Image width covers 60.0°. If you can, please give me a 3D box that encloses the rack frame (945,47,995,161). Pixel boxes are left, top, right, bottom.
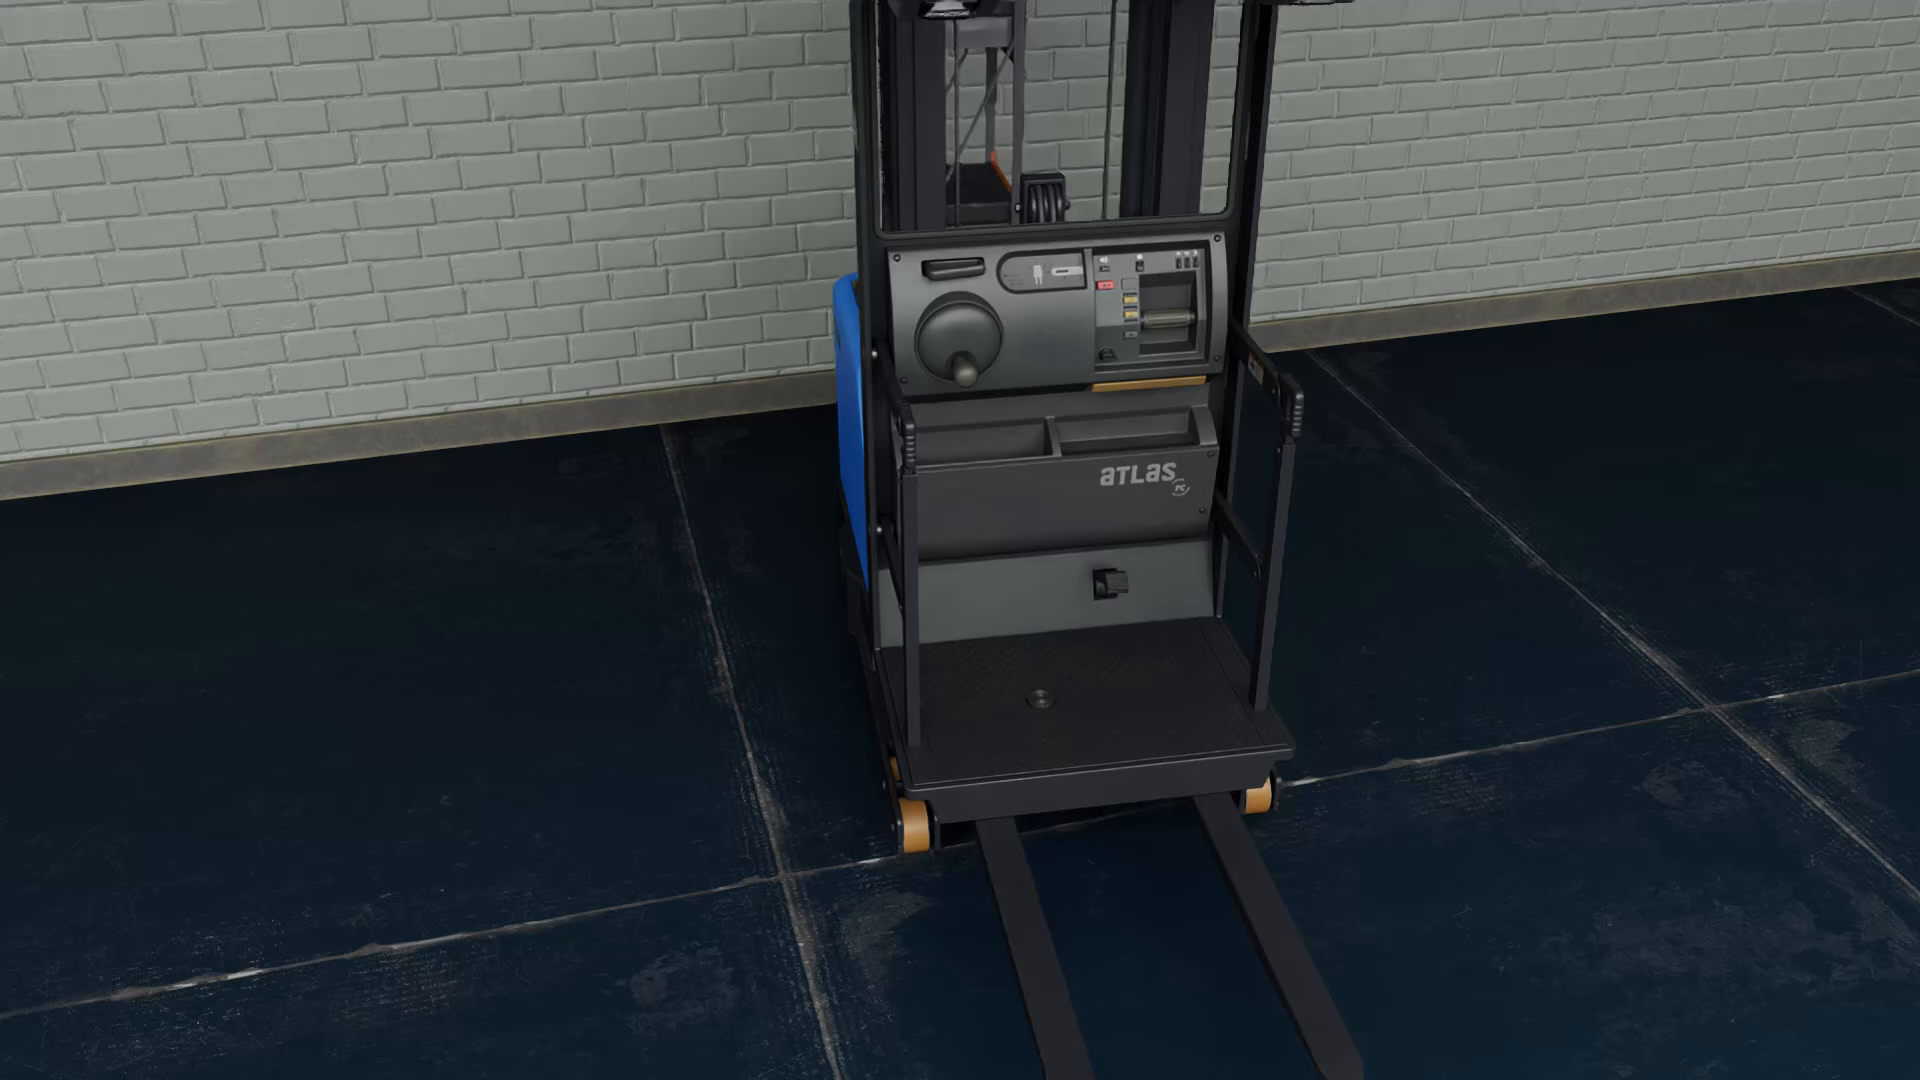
[{"bbox_3d":[-0.071,-1.213,6.250,0.400,2.100,0.015,-5,30,-9],"label":"rack frame"}]

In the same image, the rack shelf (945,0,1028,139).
[{"bbox_3d":[-0.029,-1.687,5.698,0.431,0.518,0.480,-5,30,-9],"label":"rack shelf"}]

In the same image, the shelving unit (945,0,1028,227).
[{"bbox_3d":[-0.029,-1.093,6.042,0.431,2.100,0.503,-5,30,-9],"label":"shelving unit"}]

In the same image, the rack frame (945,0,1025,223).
[{"bbox_3d":[0.013,-0.972,5.834,0.400,2.100,0.015,-5,30,-9],"label":"rack frame"}]

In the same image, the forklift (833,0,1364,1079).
[{"bbox_3d":[0.310,-0.577,4.321,1.130,2.935,3.031,-5,30,-9],"label":"forklift"}]

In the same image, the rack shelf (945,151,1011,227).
[{"bbox_3d":[-0.029,-1.081,6.049,0.431,0.518,0.480,-5,30,-9],"label":"rack shelf"}]
